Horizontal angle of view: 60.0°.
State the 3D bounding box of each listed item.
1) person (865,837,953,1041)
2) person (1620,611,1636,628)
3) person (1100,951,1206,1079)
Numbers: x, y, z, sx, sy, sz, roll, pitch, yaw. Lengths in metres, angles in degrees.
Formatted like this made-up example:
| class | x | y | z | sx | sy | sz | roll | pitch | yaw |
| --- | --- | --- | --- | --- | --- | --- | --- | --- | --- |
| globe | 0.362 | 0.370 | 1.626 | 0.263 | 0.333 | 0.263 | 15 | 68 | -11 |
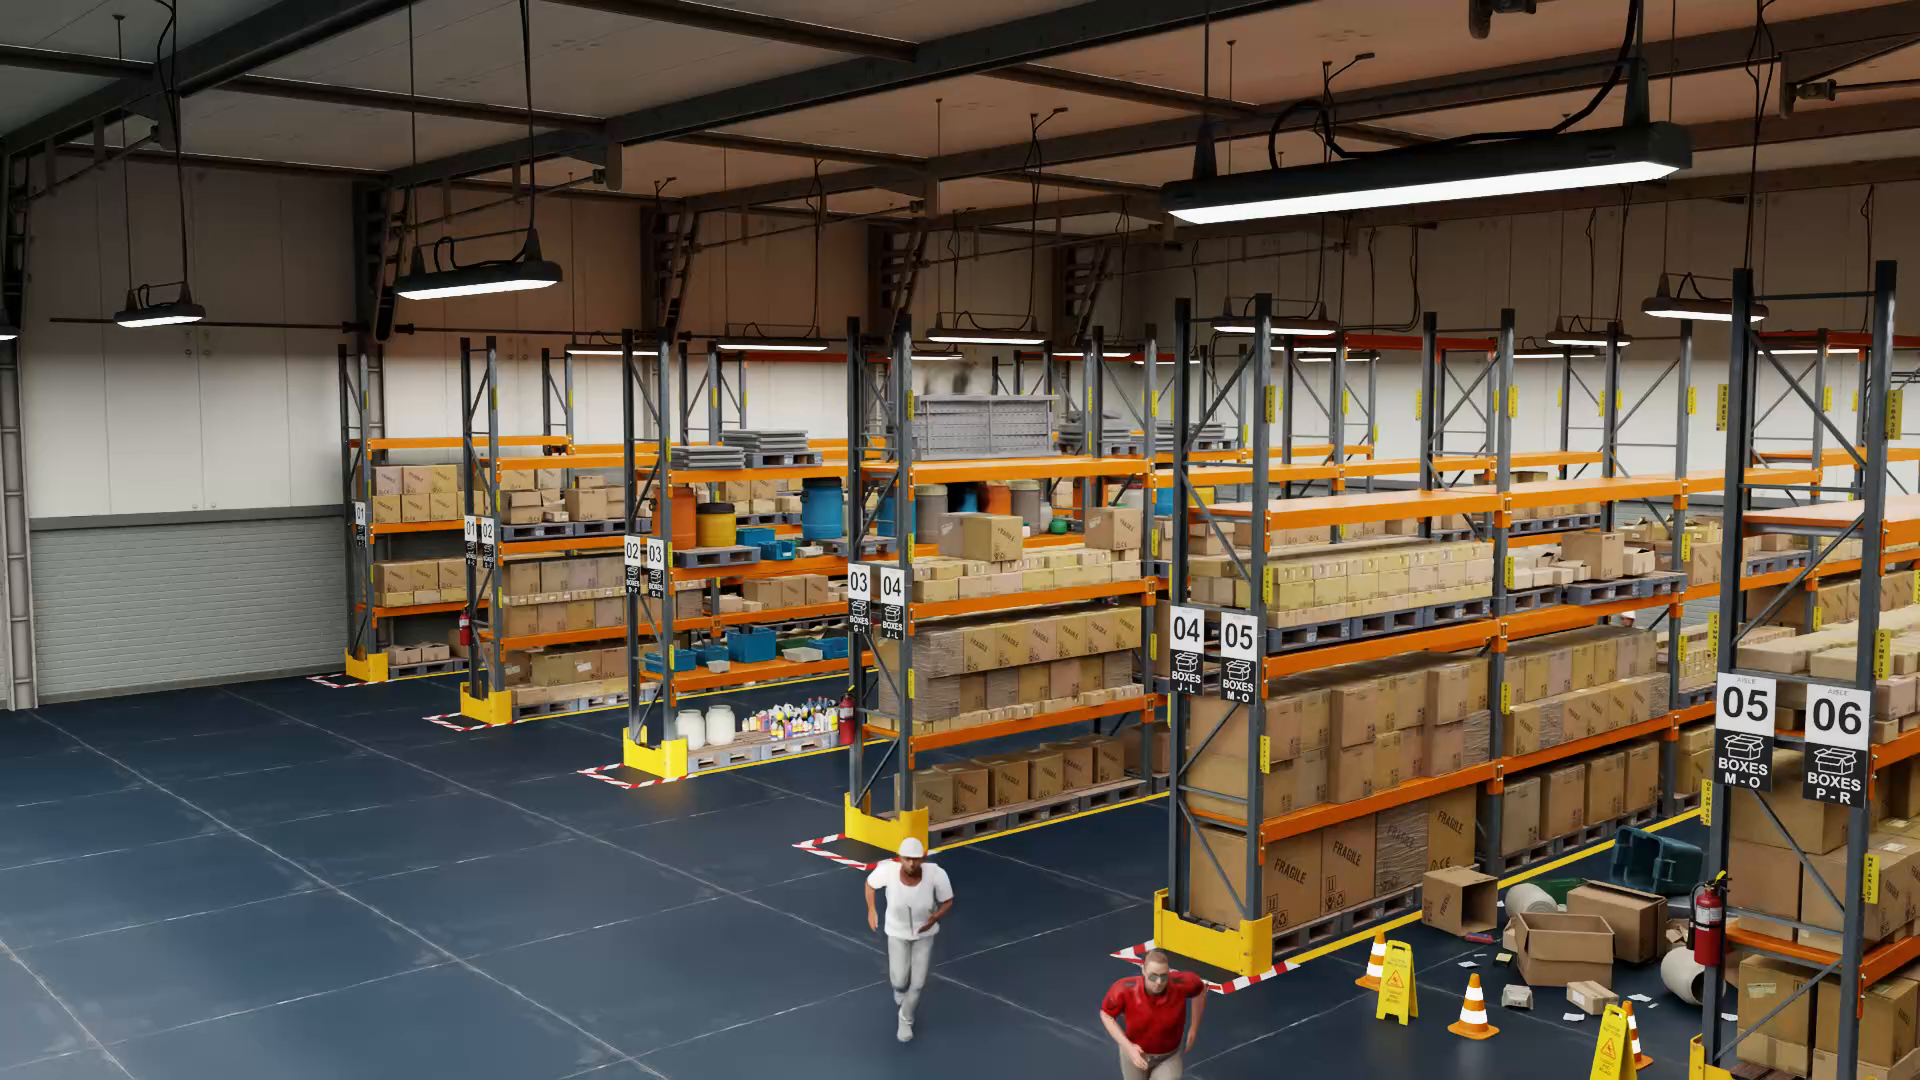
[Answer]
| class | x | y | z | sx | sy | sz | roll | pitch | yaw |
| --- | --- | --- | --- | --- | --- | --- | --- | --- | --- |
| person | -0.403 | 3.154 | 13.248 | 0.689 | 1.686 | 0.736 | -1 | 5 | -6 |
| person | 10.422 | 1.968 | 25.959 | 0.684 | 1.776 | 0.794 | 4 | 6 | 35 |
| person | 1.245 | 3.398 | 10.897 | 0.702 | 1.693 | 1.021 | 0 | 5 | -3 |
